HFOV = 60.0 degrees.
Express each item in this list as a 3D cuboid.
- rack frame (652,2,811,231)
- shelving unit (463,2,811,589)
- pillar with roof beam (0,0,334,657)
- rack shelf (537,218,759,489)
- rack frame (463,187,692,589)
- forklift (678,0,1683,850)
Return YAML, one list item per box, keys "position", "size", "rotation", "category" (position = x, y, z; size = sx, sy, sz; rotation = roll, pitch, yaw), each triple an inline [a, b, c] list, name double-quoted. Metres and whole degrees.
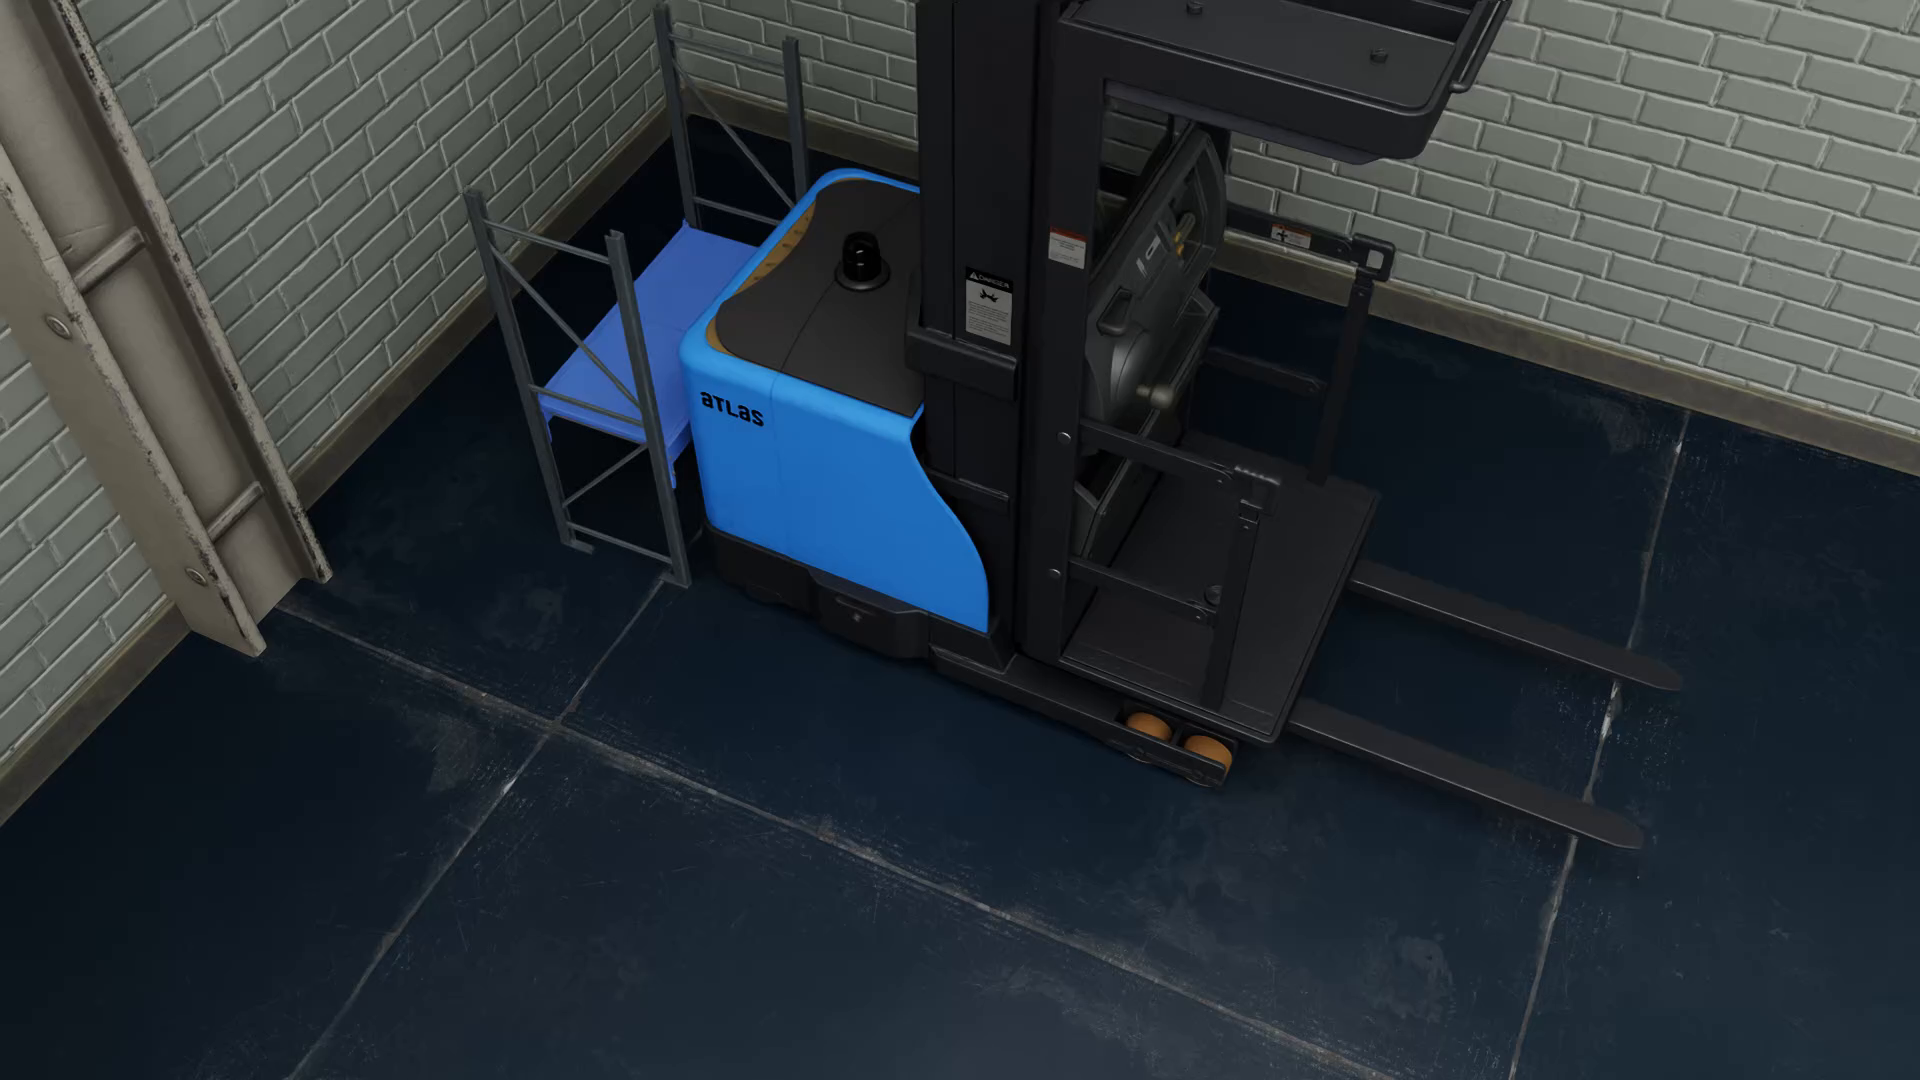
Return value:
- position: [-0.729, -1.115, 5.714]
  size: [0.500, 1.500, 0.032]
  rotation: [19, 52, 15]
  category: "rack frame"
- position: [-0.935, -0.761, 5.413]
  size: [0.538, 1.500, 1.048]
  rotation: [19, 52, 15]
  category: "shelving unit"
- position: [1.543, -1.318, 0.963]
  size: [9.100, 9.000, 0.400]
  rotation: [20, 52, 16]
  category: "pillar with roof beam"
- position: [-0.935, -0.645, 5.550]
  size: [0.538, 0.185, 1.000]
  rotation: [19, 52, 15]
  category: "rack shelf"
- position: [-1.141, -0.407, 5.112]
  size: [0.500, 1.500, 0.032]
  rotation: [19, 52, 15]
  category: "rack frame"
- position: [0.712, -0.661, 4.388]
  size: [3.031, 2.935, 1.130]
  rotation: [20, 53, 16]
  category: "forklift"
